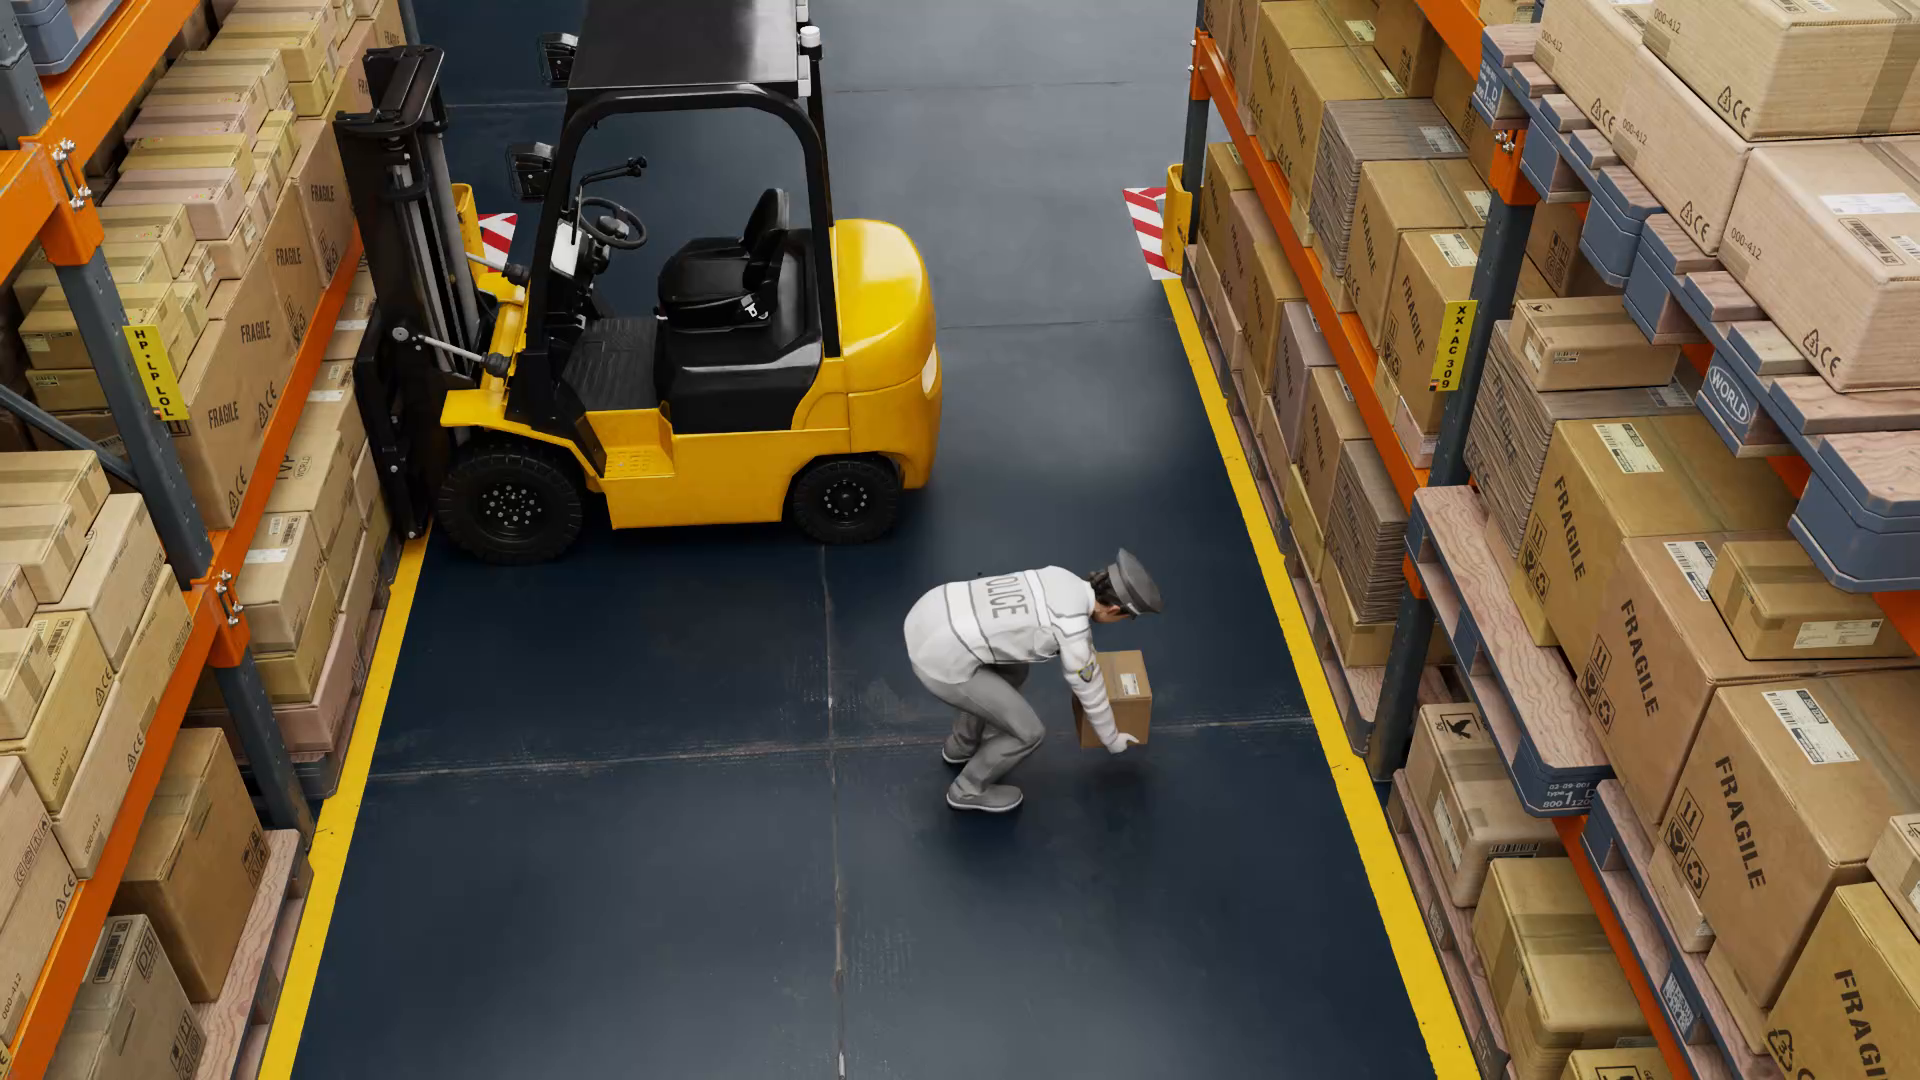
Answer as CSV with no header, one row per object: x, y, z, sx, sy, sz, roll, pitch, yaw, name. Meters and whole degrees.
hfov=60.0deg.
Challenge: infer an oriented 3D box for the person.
0.264,0.500,6.047,0.922,1.030,0.460,-5,40,-6,person
